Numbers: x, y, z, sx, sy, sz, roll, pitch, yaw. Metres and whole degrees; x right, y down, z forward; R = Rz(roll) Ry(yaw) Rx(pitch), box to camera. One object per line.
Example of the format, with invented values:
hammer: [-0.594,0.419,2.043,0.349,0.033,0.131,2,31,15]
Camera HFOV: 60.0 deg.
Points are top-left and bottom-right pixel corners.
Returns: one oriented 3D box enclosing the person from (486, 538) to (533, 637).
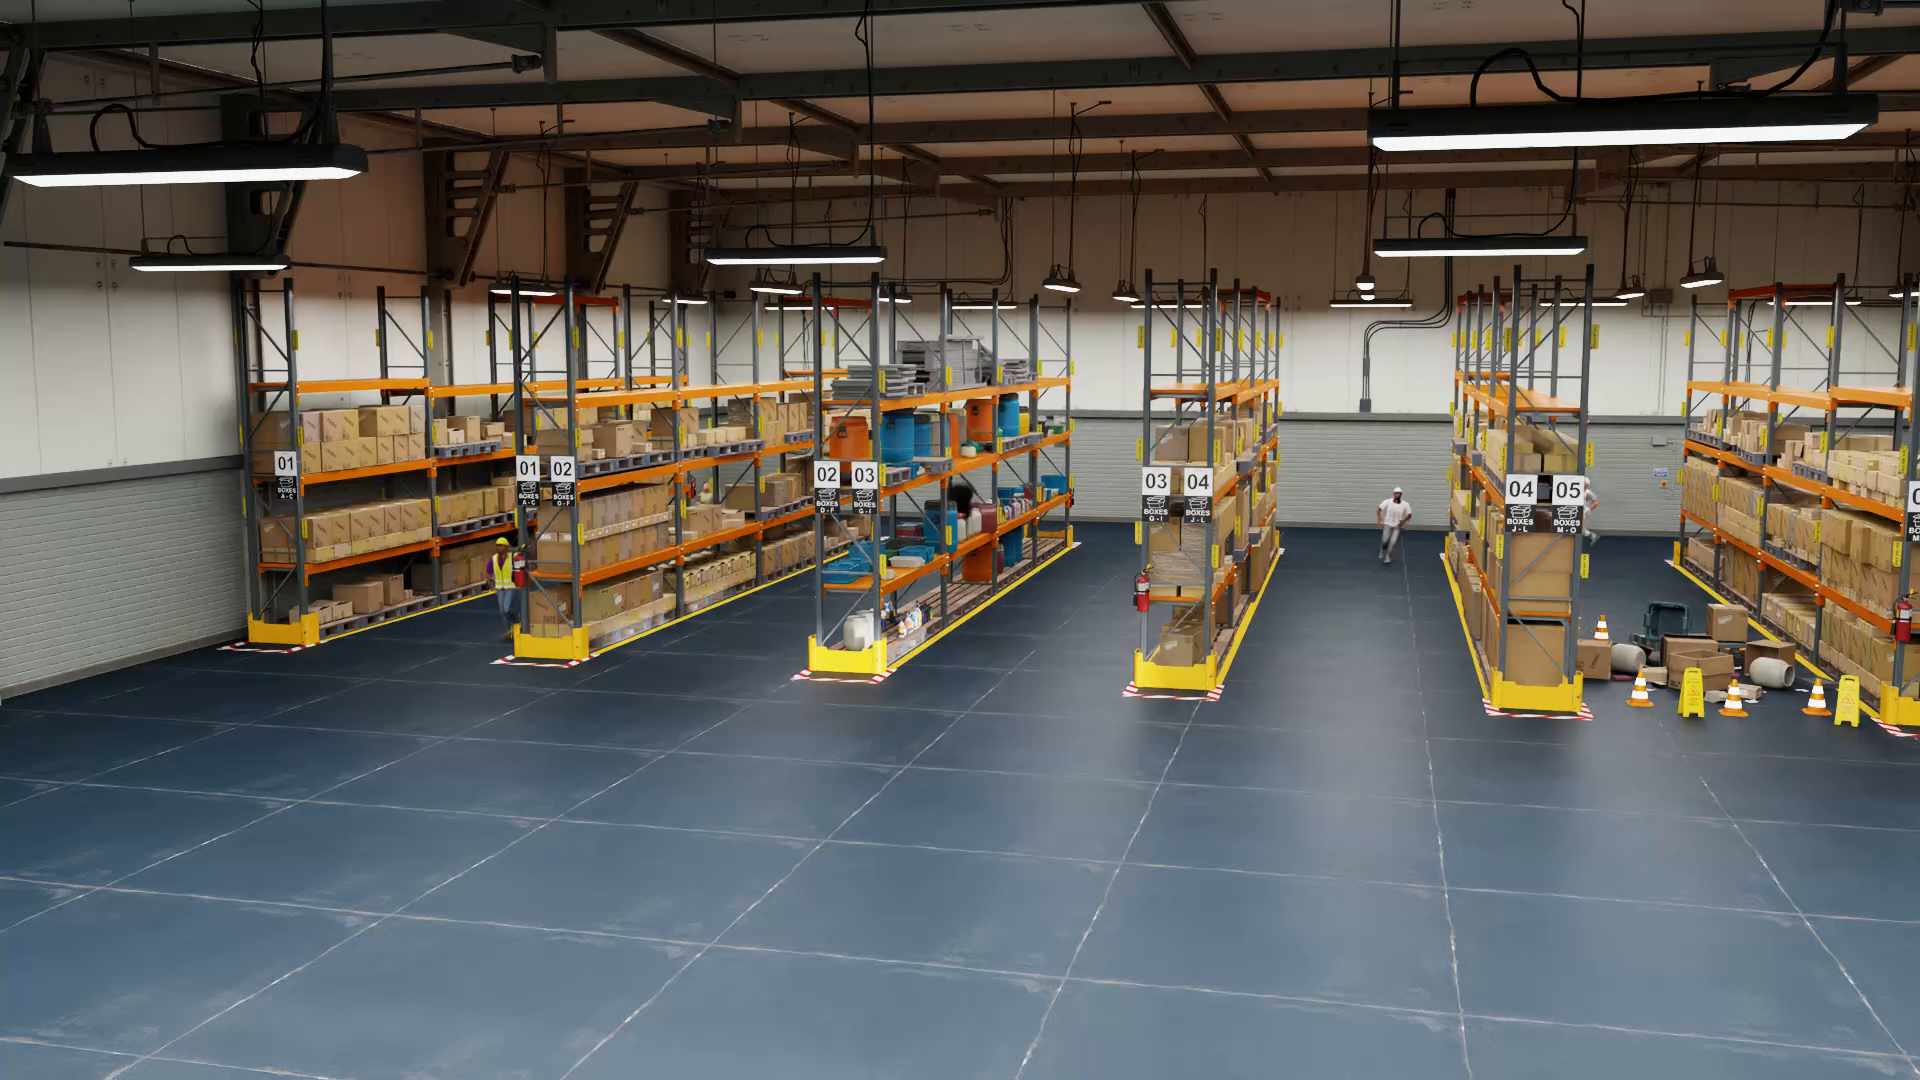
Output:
person: [-7.574,0.812,27.795,0.723,1.716,0.751,2,7,13]

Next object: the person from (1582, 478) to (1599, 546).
person: [14.769,-0.583,39.343,0.863,1.771,0.657,-1,7,-9]

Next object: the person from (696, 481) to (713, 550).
person: [-6.070,-0.605,39.997,0.579,1.633,0.704,0,7,2]

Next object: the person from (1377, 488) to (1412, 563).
person: [9.781,-0.327,37.442,0.761,1.714,0.538,2,7,13]
